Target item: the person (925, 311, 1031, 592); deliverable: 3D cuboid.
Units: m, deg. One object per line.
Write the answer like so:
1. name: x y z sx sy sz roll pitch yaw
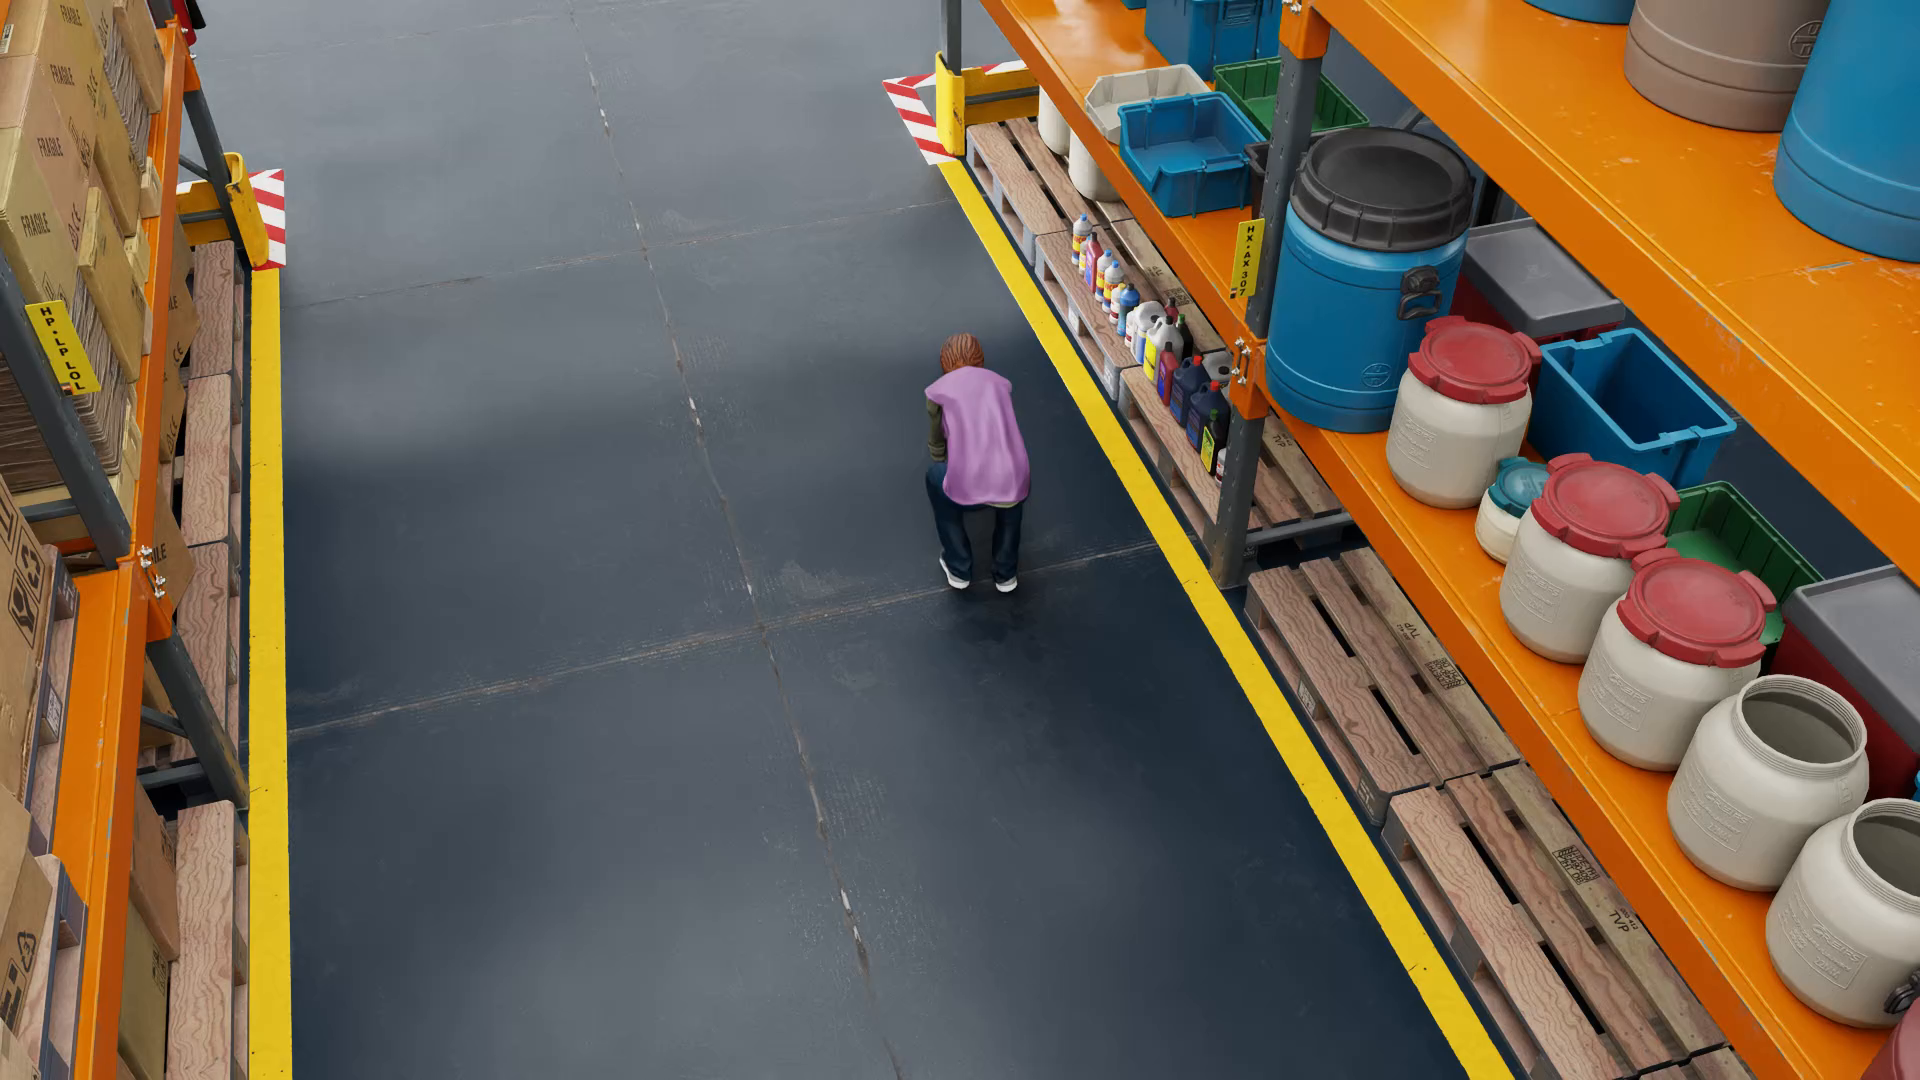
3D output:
1. person: 0.066 -0.332 6.951 0.410 1.022 0.857 -5 43 -6
